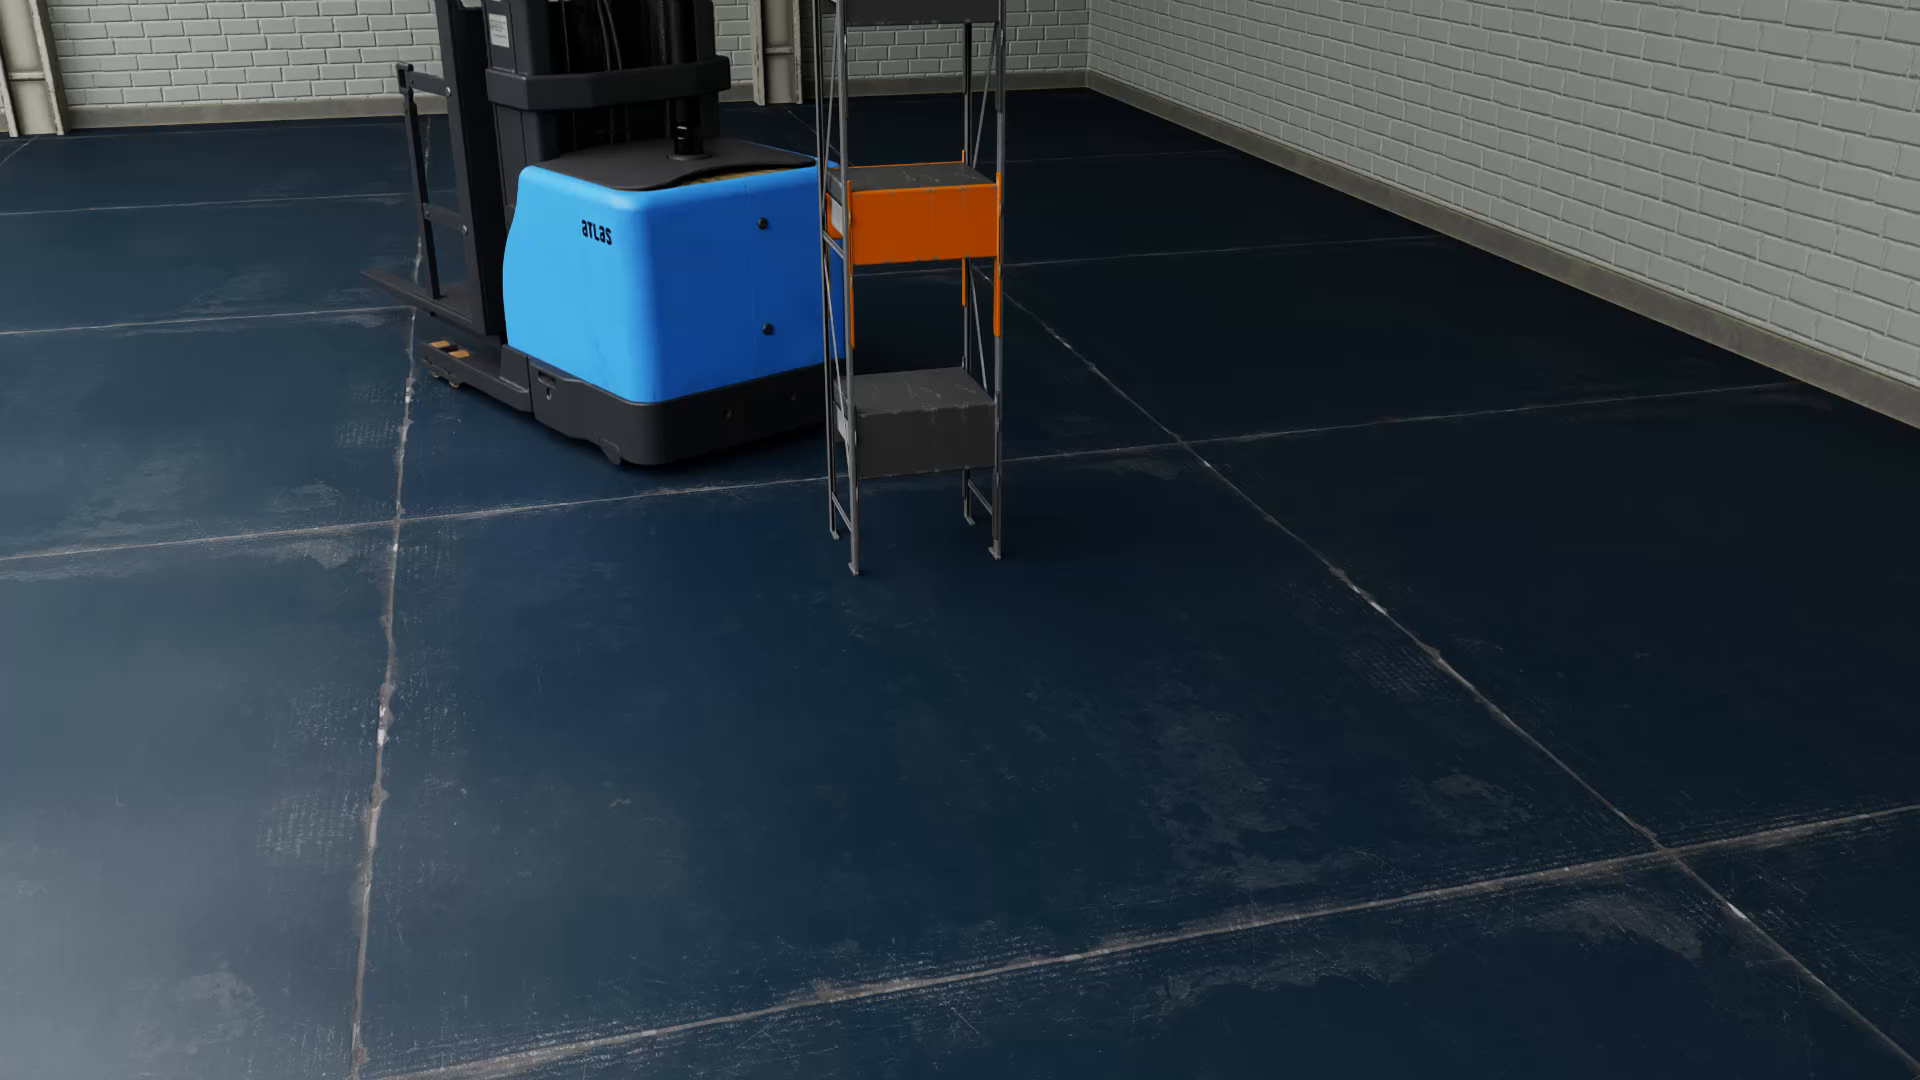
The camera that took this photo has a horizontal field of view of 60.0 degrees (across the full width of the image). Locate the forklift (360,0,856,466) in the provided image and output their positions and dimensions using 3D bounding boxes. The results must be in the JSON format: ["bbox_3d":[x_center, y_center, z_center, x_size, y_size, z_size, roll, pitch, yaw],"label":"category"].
[{"bbox_3d":[-1.765,-2.129,6.995,1.130,2.935,3.031,-19,30,-37],"label":"forklift"}]

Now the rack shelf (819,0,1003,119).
[{"bbox_3d":[-0.159,-1.578,5.024,0.480,0.518,0.431,-6,24,-14],"label":"rack shelf"}]

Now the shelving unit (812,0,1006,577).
[{"bbox_3d":[-0.159,-0.947,5.295,0.503,2.100,0.431,-6,24,-14],"label":"shelving unit"}]

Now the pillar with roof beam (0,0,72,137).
[{"bbox_3d":[-6.243,-5.788,7.827,0.400,9.000,9.100,-6,24,-14],"label":"pillar with roof beam"}]

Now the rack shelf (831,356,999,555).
[{"bbox_3d":[-0.159,-0.291,5.576,0.480,0.518,0.431,-6,24,-14],"label":"rack shelf"}]

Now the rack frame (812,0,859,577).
[{"bbox_3d":[-0.394,-0.921,5.234,0.015,2.100,0.400,-6,24,-14],"label":"rack frame"}]

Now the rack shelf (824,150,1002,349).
[{"bbox_3d":[-0.159,-0.935,5.300,0.480,0.518,0.431,-6,24,-14],"label":"rack shelf"}]

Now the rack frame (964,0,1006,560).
[{"bbox_3d":[0.076,-0.973,5.355,0.015,2.100,0.400,-6,24,-14],"label":"rack frame"}]

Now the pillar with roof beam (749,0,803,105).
[{"bbox_3d":[-0.466,-6.427,9.316,0.400,9.000,9.100,-6,24,-14],"label":"pillar with roof beam"}]
